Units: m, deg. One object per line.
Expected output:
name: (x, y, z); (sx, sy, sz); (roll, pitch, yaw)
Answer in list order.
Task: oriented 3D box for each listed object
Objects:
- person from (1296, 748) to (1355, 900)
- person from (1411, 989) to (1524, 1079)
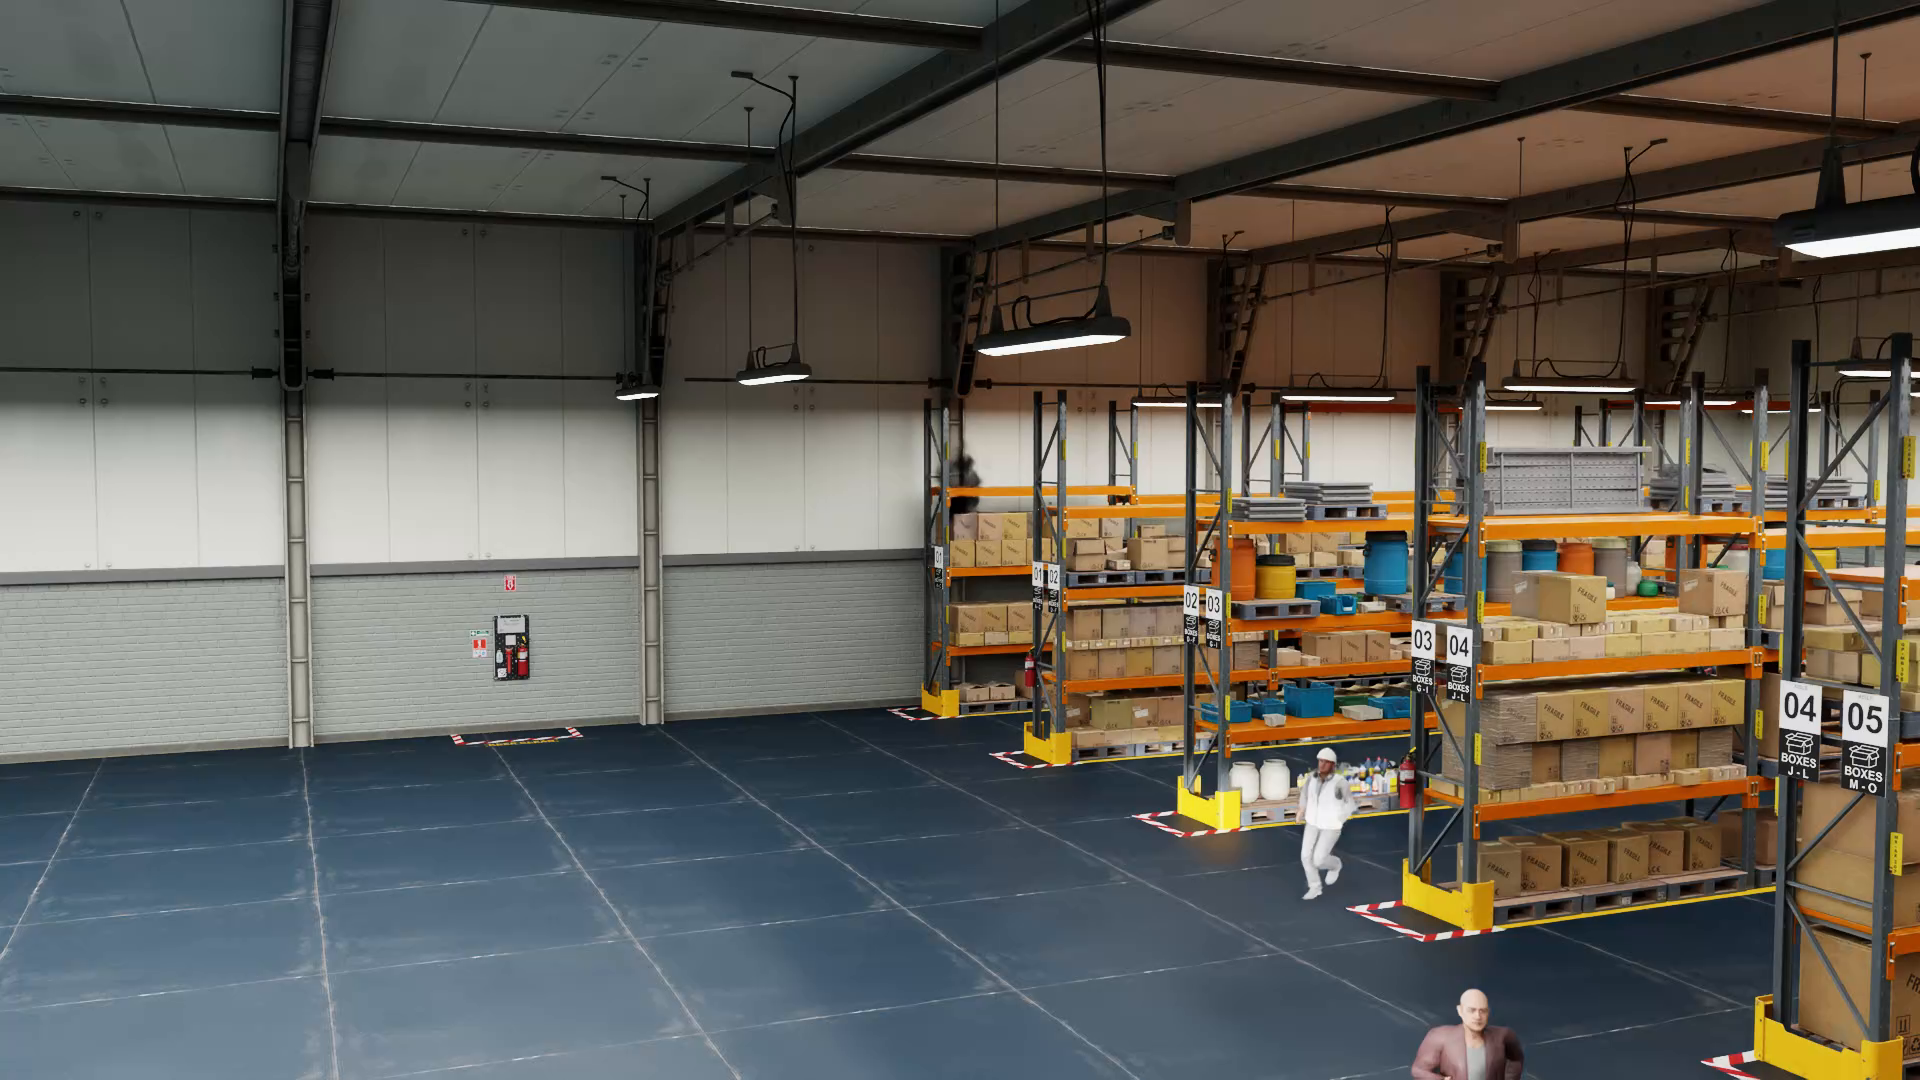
person: (4.153, 3.209, 18.871); (0.680, 1.735, 0.609); (3, 5, 44)
person: (3.140, 3.685, 10.315); (0.668, 1.845, 0.859); (1, 4, 19)
